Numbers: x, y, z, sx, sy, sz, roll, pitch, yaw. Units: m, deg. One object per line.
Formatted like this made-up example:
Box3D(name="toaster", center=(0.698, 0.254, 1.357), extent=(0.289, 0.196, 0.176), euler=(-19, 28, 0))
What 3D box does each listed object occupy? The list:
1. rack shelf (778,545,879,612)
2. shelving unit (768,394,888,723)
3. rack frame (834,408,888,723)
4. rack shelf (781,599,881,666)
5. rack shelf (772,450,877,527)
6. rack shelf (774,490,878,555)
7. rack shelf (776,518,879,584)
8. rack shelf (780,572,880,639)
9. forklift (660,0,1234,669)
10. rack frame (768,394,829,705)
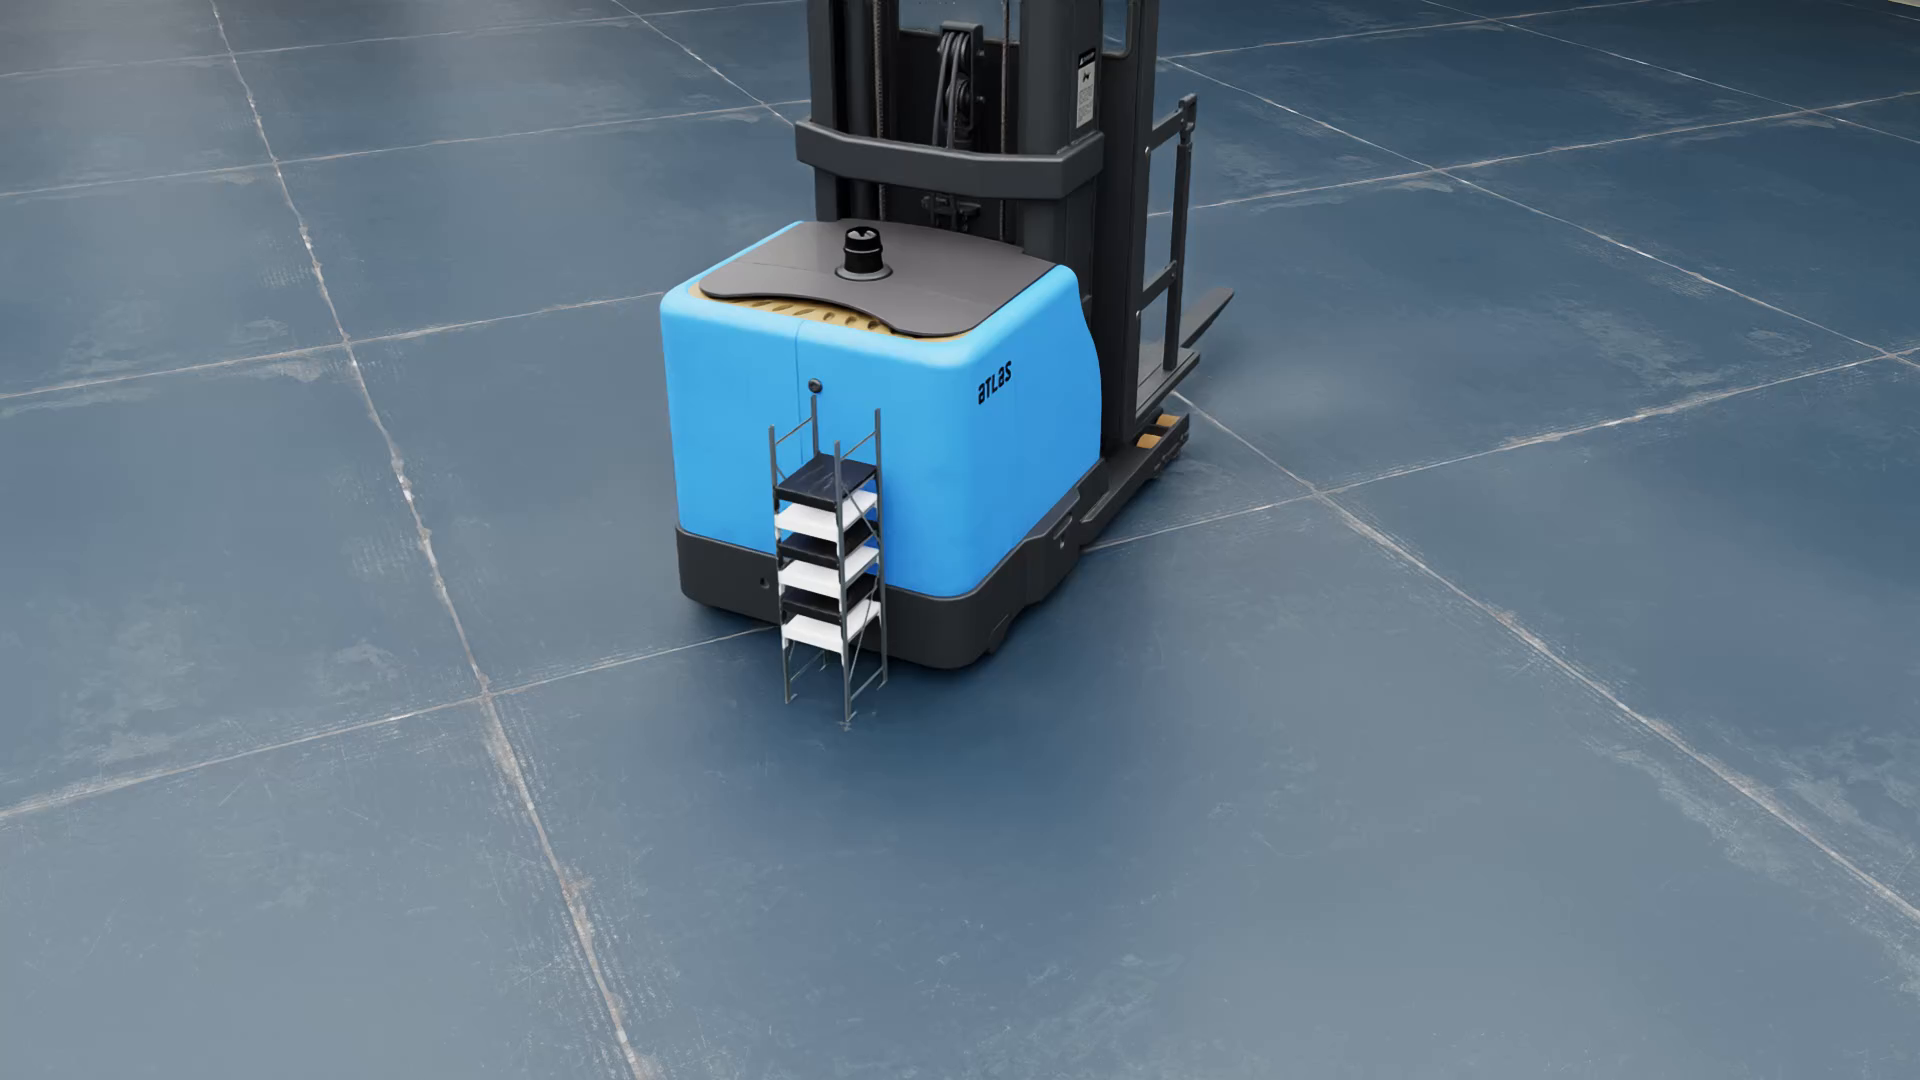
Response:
Box3D(name="rack shelf", center=(-0.365, 0.090, 4.737), extent=(0.200, 0.077, 0.258), euler=(14, 32, 23))
Box3D(name="shelving unit", center=(-0.365, 0.061, 4.721), extent=(0.210, 0.900, 0.258), euler=(14, 32, 23))
Box3D(name="rack frame", center=(-0.274, 0.083, 4.681), extent=(0.006, 0.900, 0.240), euler=(14, 32, 23))
Box3D(name="rack shelf", center=(-0.365, 0.247, 4.826), extent=(0.200, 0.077, 0.258), euler=(14, 32, 23))
Box3D(name="rack shelf", center=(-0.366, -0.145, 4.605), extent=(0.200, 0.077, 0.258), euler=(14, 32, 23))
Box3D(name="rack shelf", center=(-0.365, -0.067, 4.649), extent=(0.200, 0.077, 0.258), euler=(14, 32, 23))
Box3D(name="rack shelf", center=(-0.365, 0.011, 4.693), extent=(0.200, 0.077, 0.258), euler=(14, 32, 23))
Box3D(name="rack shelf", center=(-0.365, 0.168, 4.781), extent=(0.200, 0.077, 0.258), euler=(14, 32, 23))
Box3D(name="forklift", center=(0.217, -1.592, 5.593), extent=(1.130, 2.935, 3.031), euler=(14, 32, 23))
Box3D(name="rack frame", center=(-0.456, 0.038, 4.761), extent=(0.006, 0.900, 0.240), euler=(14, 32, 23))
